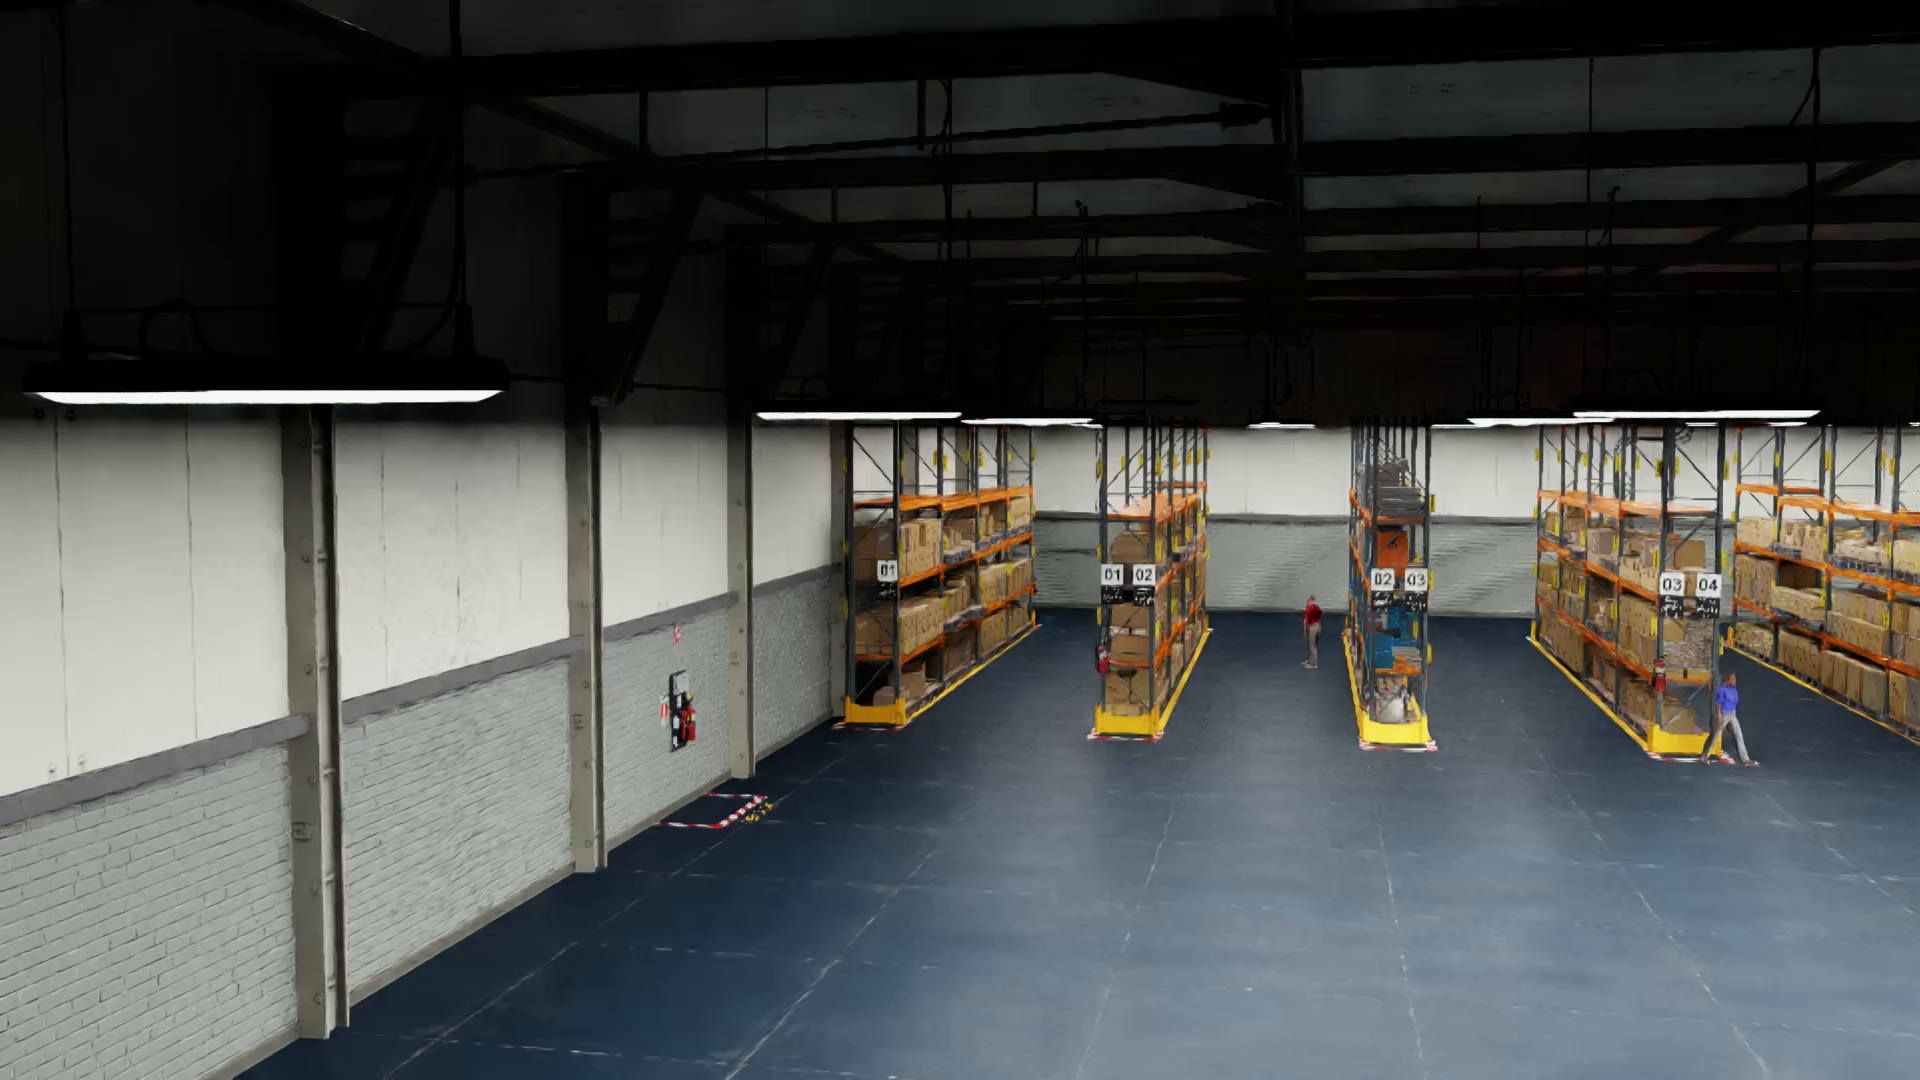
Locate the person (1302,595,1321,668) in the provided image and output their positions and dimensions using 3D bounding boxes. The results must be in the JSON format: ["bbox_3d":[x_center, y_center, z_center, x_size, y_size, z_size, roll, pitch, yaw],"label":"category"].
[{"bbox_3d":[8.426,2.188,39.986,0.584,1.717,0.654,4,5,43],"label":"person"}]

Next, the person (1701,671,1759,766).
[{"bbox_3d":[13.048,3.018,28.226,0.577,1.611,0.854,-2,4,-23],"label":"person"}]
